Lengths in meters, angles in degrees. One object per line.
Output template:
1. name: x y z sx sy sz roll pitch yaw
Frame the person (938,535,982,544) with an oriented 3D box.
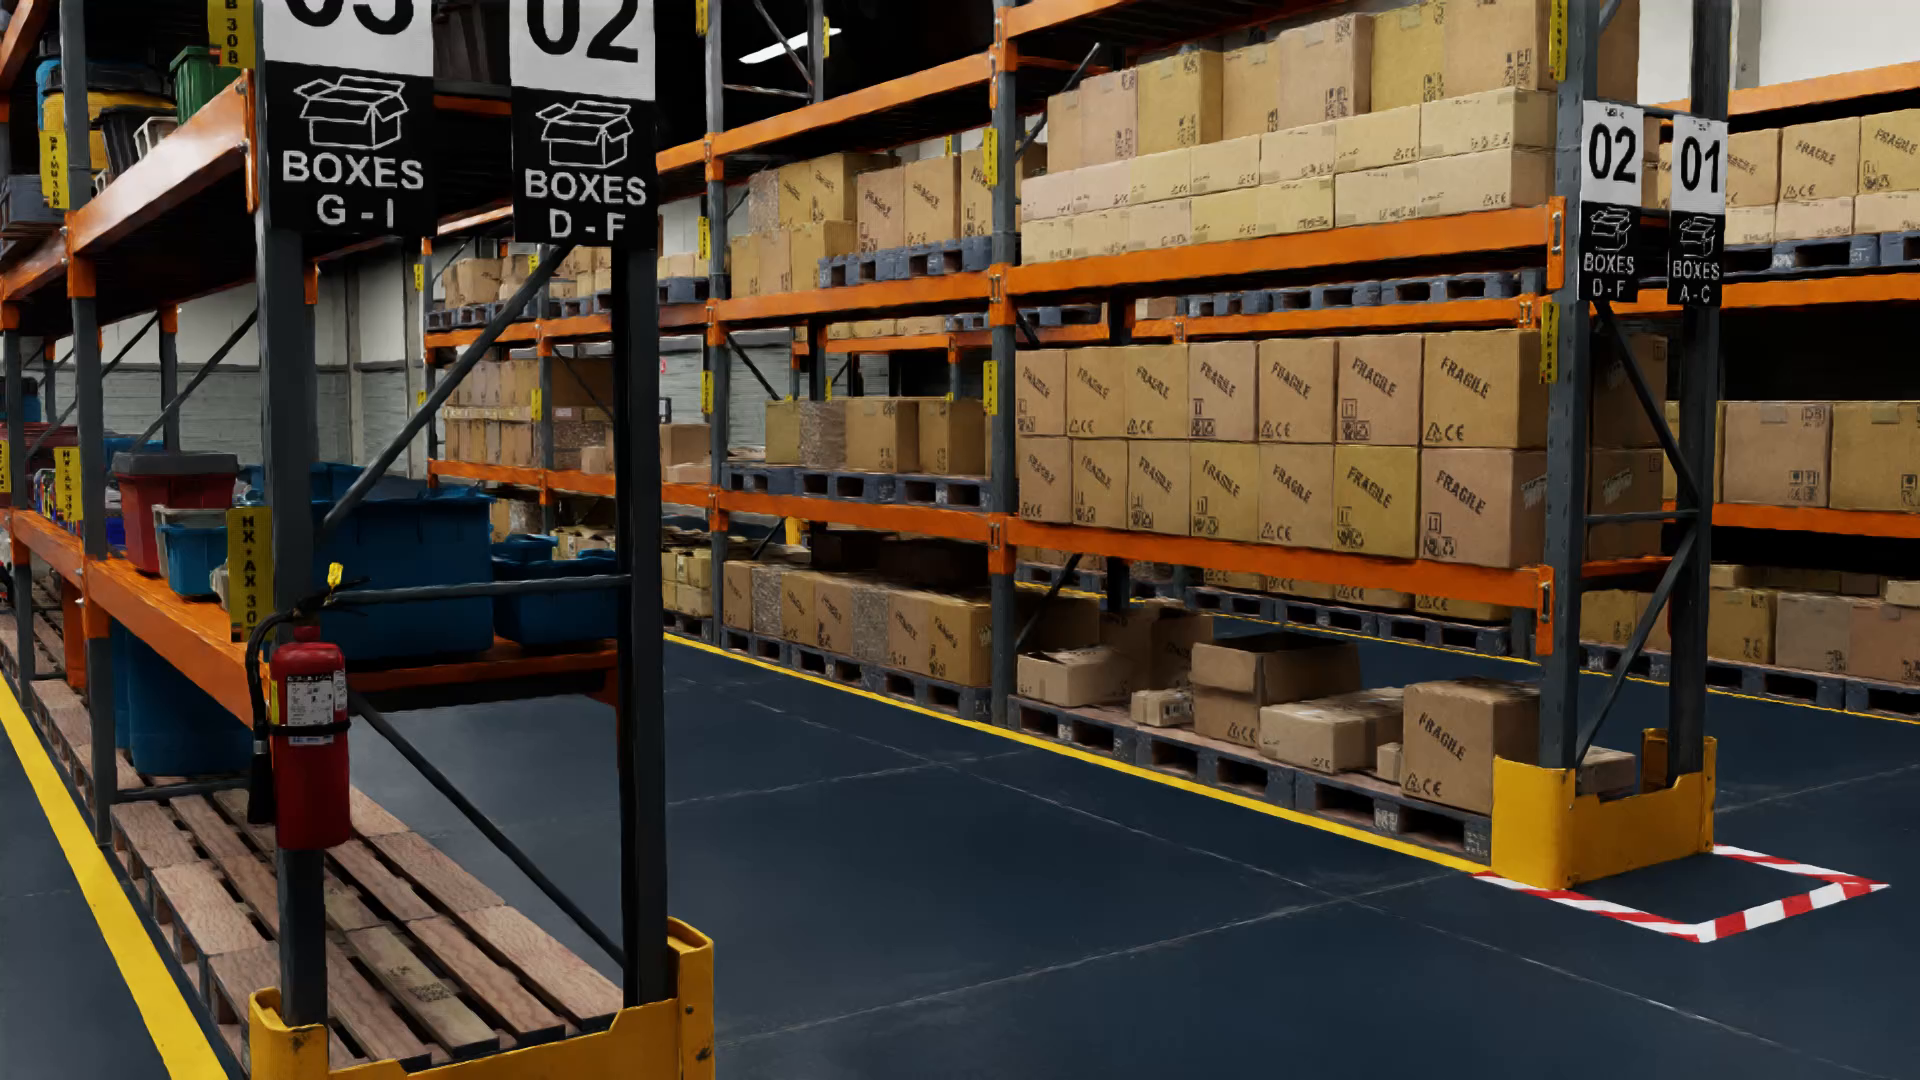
1. person: -0.027 -0.058 14.832 0.575 1.670 0.580 -2 5 -27
